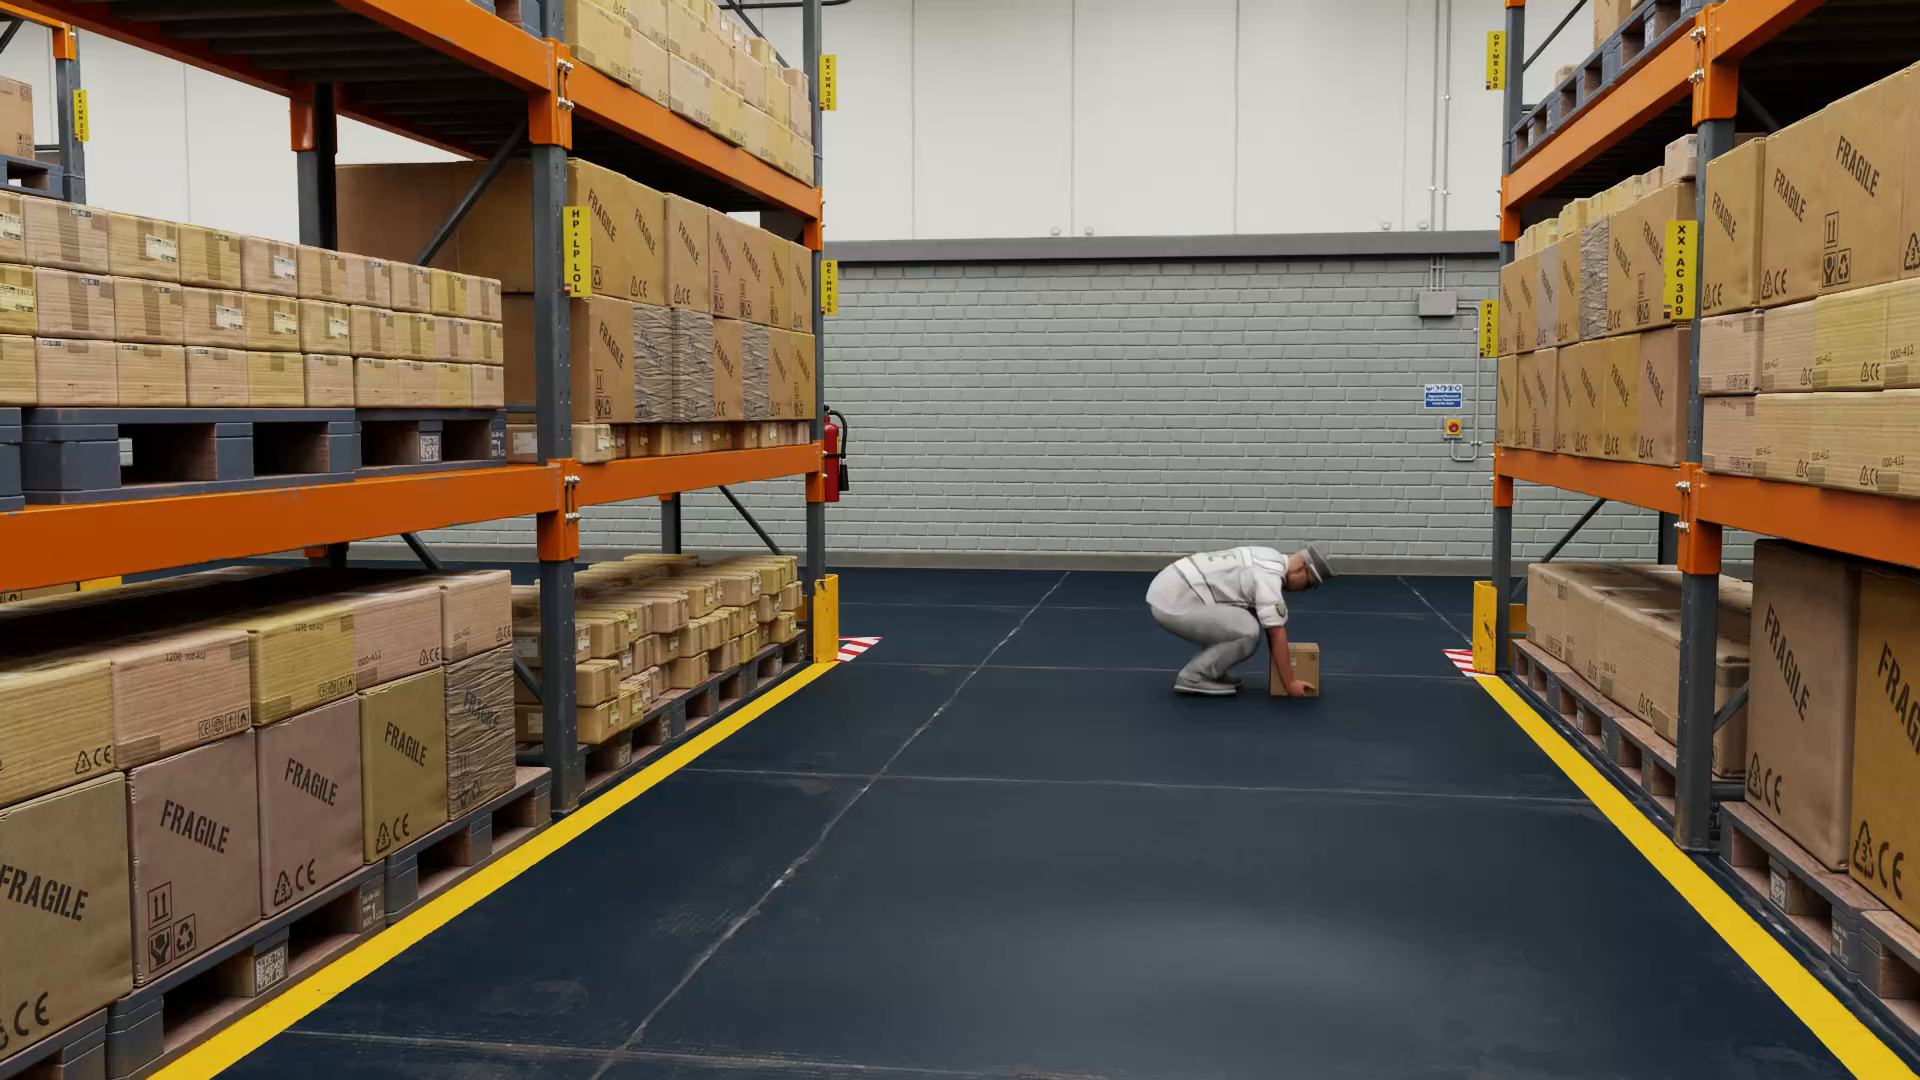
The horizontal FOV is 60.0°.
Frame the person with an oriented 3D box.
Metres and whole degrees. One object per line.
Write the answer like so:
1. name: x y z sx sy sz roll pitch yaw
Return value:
1. person: 1.503 0.426 8.916 1.009 0.845 0.534 1 4 7
